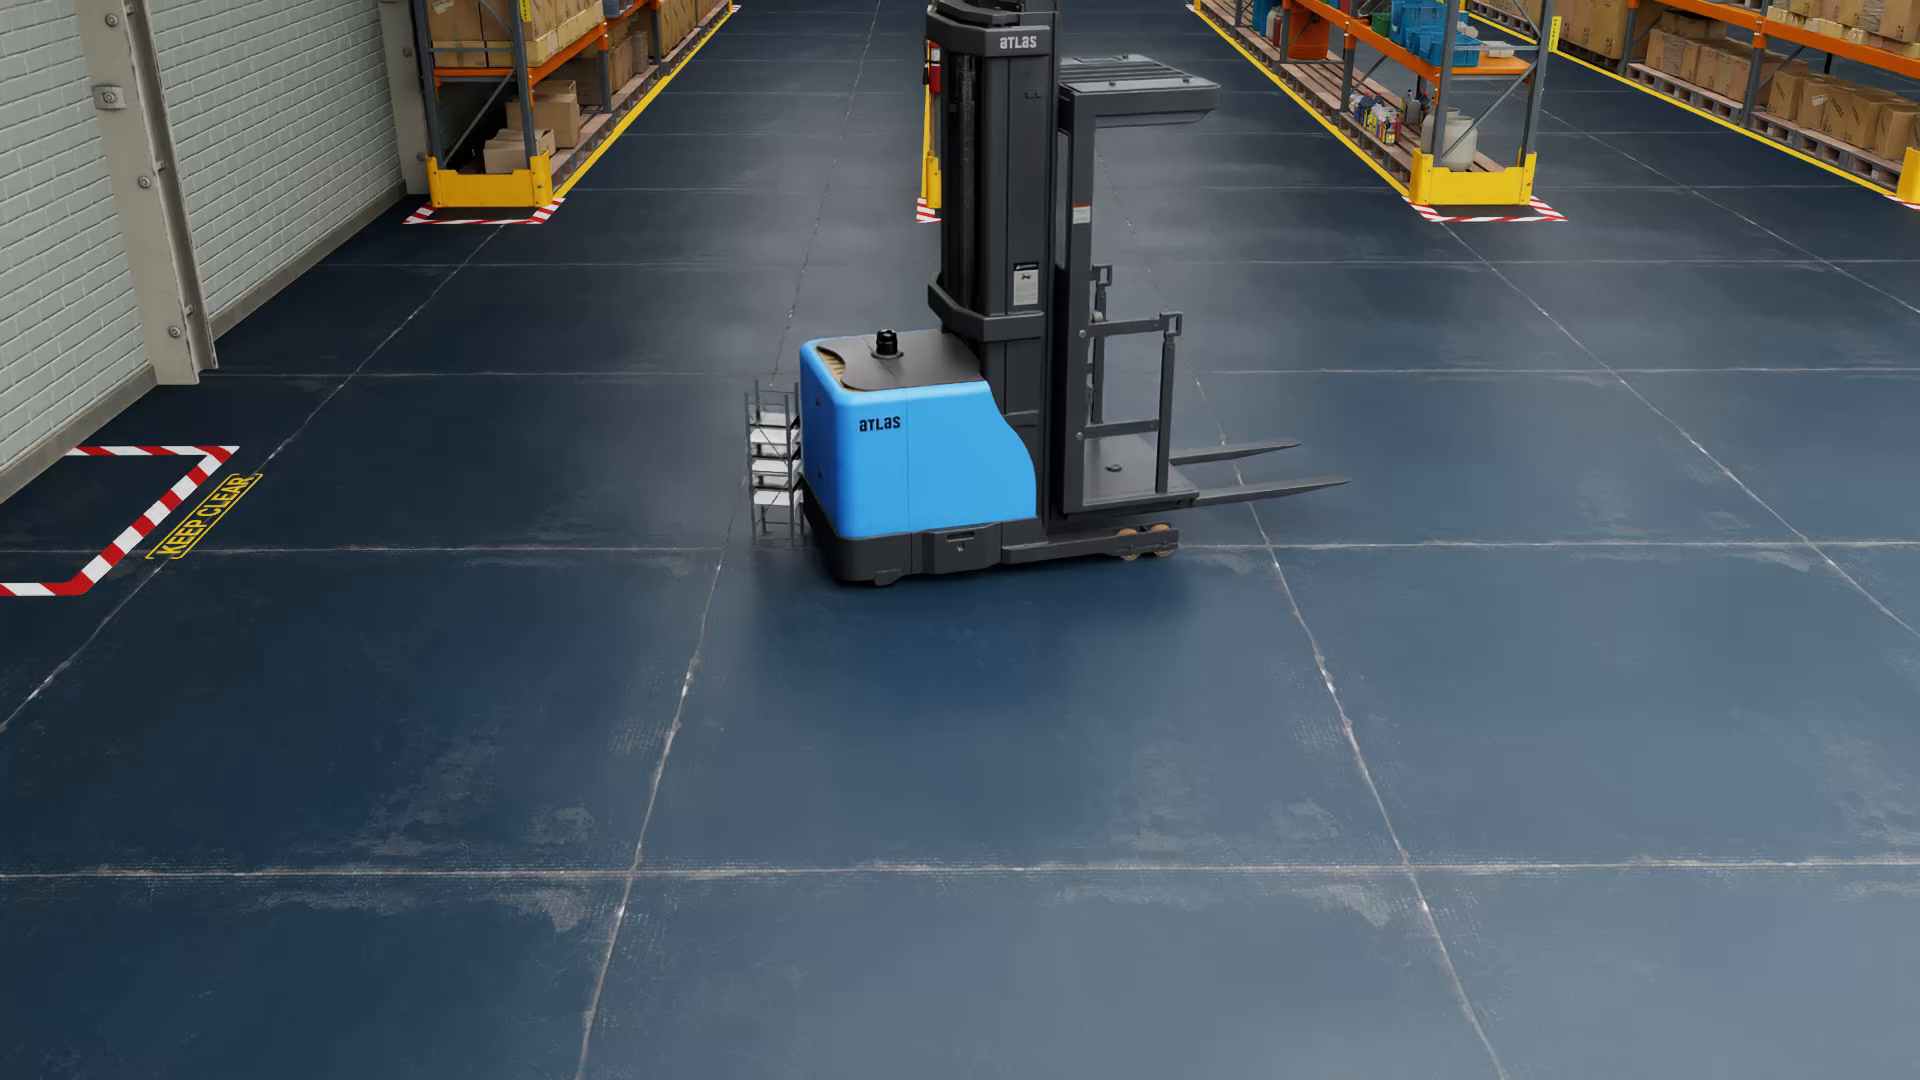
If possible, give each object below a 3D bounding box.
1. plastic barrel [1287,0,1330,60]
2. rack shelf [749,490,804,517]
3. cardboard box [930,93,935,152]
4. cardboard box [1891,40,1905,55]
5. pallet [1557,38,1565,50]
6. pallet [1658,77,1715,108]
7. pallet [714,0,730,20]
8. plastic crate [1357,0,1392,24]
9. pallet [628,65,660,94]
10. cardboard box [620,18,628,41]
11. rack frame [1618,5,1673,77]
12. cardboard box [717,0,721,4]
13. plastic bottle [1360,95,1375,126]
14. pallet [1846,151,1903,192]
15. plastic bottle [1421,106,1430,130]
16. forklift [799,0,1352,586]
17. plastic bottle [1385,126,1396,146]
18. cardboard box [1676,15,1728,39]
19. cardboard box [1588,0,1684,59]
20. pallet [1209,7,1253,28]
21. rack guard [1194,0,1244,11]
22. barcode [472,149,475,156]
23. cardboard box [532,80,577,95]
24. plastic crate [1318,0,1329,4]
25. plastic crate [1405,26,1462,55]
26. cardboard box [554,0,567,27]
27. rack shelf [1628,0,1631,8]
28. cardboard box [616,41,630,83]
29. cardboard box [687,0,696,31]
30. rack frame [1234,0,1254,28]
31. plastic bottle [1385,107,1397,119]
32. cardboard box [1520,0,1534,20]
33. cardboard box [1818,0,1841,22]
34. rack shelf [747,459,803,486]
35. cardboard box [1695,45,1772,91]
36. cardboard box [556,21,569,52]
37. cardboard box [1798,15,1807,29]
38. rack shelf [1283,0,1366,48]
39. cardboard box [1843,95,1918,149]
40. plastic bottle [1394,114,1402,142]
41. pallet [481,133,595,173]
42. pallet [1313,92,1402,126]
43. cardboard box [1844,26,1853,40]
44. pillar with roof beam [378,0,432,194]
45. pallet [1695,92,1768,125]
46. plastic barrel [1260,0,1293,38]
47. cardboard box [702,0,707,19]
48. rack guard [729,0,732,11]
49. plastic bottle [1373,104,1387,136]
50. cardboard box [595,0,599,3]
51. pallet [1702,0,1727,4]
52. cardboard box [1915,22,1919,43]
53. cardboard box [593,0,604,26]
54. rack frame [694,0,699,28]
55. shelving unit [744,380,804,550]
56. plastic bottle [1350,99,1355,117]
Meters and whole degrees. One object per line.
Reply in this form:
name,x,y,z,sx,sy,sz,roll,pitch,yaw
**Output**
plastic barrel,5.091,-7.473,24.257,0.600,0.830,0.708,0,24,-1
rack shelf,-1.007,-0.211,9.140,0.258,0.077,0.200,4,24,8
cardboard box,-0.056,-4.251,16.927,0.500,0.500,0.500,0,24,-1
cardboard box,9.900,-5.106,17.204,0.380,0.149,0.250,0,24,-1
pallet,10.106,-8.151,27.017,1.003,0.211,1.213,0,24,-1
pallet,10.084,-5.997,22.254,1.003,0.211,1.213,0,24,-1
pallet,-4.793,-9.721,30.488,1.003,0.211,1.213,0,24,-1
plastic crate,5.036,-6.176,19.341,0.767,0.338,0.504,0,24,-1
pallet,-4.786,-6.432,23.215,1.003,0.211,1.213,0,24,-1
cardboard box,-4.789,-6.896,22.447,0.500,0.250,0.500,0,24,0
rack frame,10.066,-8.091,23.500,1.000,3.000,0.127,0,24,-1
cardboard box,-4.772,-10.085,30.433,0.700,0.500,0.500,0,24,-1
plastic bottle,4.753,-5.002,19.350,0.144,0.351,0.185,-1,24,-3
pallet,10.179,-3.890,17.596,1.003,0.211,1.213,0,24,-1
plastic bottle,5.349,-4.839,19.073,0.061,0.283,0.133,0,24,-1
forklift,0.688,-1.429,8.853,3.031,2.935,1.130,-7,25,-15
plastic bottle,4.743,-4.453,18.317,0.097,0.201,0.097,0,24,0
cardboard box,10.120,-7.000,22.677,0.500,0.250,0.500,2,24,5
cardboard box,10.080,-7.599,24.480,1.225,0.875,0.875,-1,24,-3
pallet,5.007,-9.253,29.454,1.003,0.211,1.213,0,24,-1
rack guard,5.013,-10.236,31.276,1.175,0.500,0.348,0,24,-1
barcode,-5.023,-3.999,17.169,0.001,0.075,0.075,0,24,-1
cardboard box,-4.698,-5.010,19.187,0.500,0.500,0.500,-2,24,-5
plastic crate,4.856,-7.040,21.434,0.450,0.188,0.662,0,24,-1
plastic crate,4.895,-5.177,17.237,0.499,0.251,0.408,0,24,-1
cardboard box,-4.405,-5.625,17.295,0.500,0.500,0.500,-1,24,-2
rack shelf,10.044,-8.587,25.470,1.077,0.370,4.000,0,24,-1
cardboard box,-4.810,-6.372,22.198,0.700,0.500,0.500,0,24,-1
cardboard box,-4.699,-8.617,26.762,0.750,0.750,0.750,0,24,0
rack frame,5.070,-9.717,27.095,1.000,3.000,0.127,0,24,-1
plastic bottle,4.906,-4.804,19.002,0.152,0.276,0.135,0,24,-1
cardboard box,10.095,-9.235,28.098,0.875,0.875,0.875,0,24,-1
cardboard box,10.129,-6.027,18.453,0.875,0.500,0.500,0,24,-1
rack shelf,-1.007,-0.375,9.067,0.258,0.077,0.200,4,24,8
cardboard box,10.132,-6.185,21.784,0.700,0.500,0.500,-2,24,-5
cardboard box,-4.413,-5.295,17.475,0.500,0.250,0.500,-1,24,-1
cardboard box,9.844,-5.930,19.025,0.380,0.149,0.250,0,24,-1
rack shelf,5.135,-6.917,21.777,1.077,0.370,4.000,0,24,-1
cardboard box,10.135,-4.609,18.324,0.500,0.500,0.500,2,24,4
plastic bottle,4.874,-4.595,18.531,0.061,0.283,0.133,0,24,-1
pallet,-4.690,-4.325,18.557,1.003,0.211,1.213,0,24,-1
pallet,5.110,-5.474,21.096,1.003,0.211,1.213,0,24,-1
cardboard box,9.889,-5.518,18.115,0.380,0.149,0.250,0,24,-1
pillar with roof beam,-1.273,-7.765,15.499,9.100,9.000,0.400,0,24,-1
pallet,10.100,-5.493,21.139,1.003,0.211,1.213,0,24,-1
plastic barrel,5.067,-8.436,26.300,0.600,0.901,0.708,0,24,-1
cardboard box,-4.744,-9.241,28.565,0.700,0.500,0.500,0,24,-1
rack guard,-4.880,-10.192,31.178,1.175,0.500,0.348,0,24,-1
plastic bottle,4.760,-4.750,18.793,0.144,0.351,0.185,1,24,2
cardboard box,-4.435,-6.465,19.152,0.500,0.500,0.500,0,24,-1
pallet,10.129,-7.188,21.736,1.003,0.211,1.213,0,24,-1
cardboard box,10.175,-5.202,16.631,0.875,0.500,0.500,0,24,-1
cardboard box,-4.441,-6.123,19.306,0.500,0.250,0.500,0,24,0
rack frame,-4.836,-9.673,26.997,1.000,3.000,0.127,0,24,-1
shelving unit,-1.007,-0.405,9.053,0.258,0.900,0.210,4,24,8
plastic bottle,4.724,-5.171,19.905,0.097,0.201,0.097,0,24,0
